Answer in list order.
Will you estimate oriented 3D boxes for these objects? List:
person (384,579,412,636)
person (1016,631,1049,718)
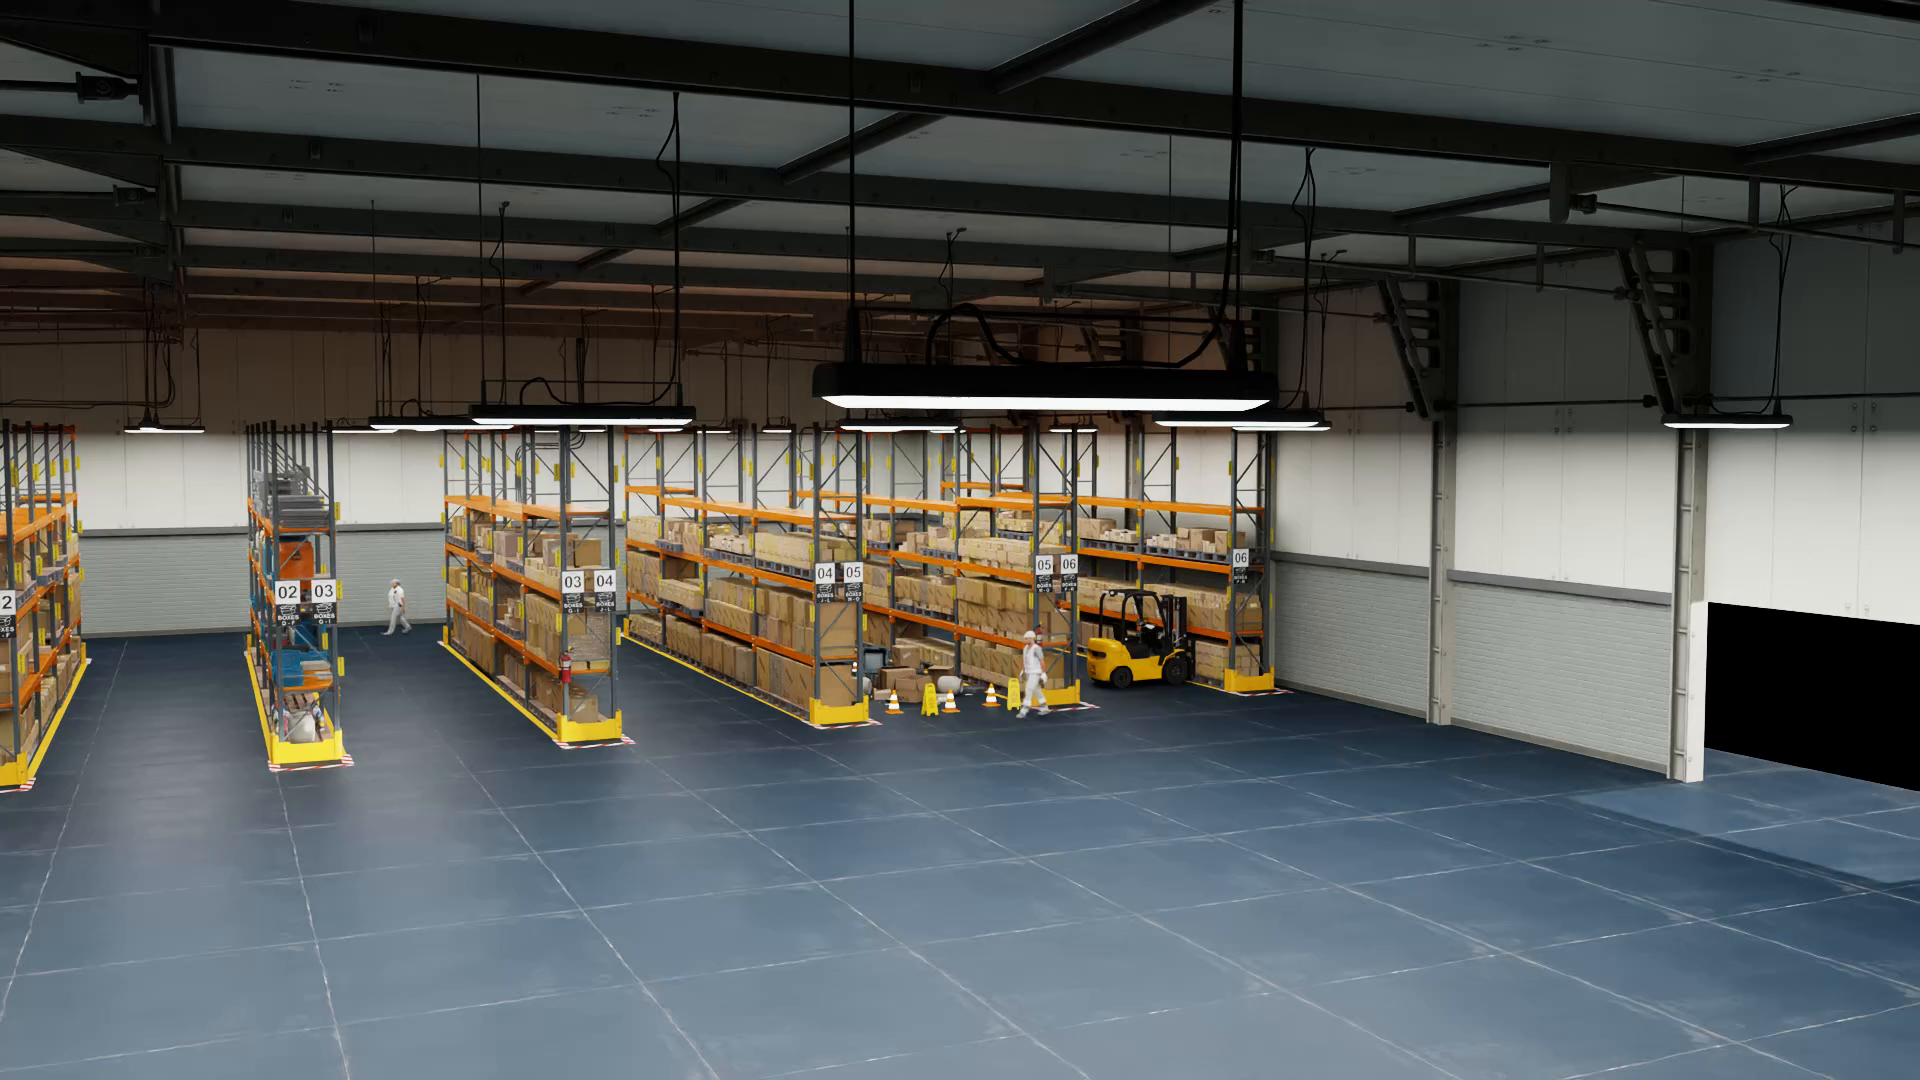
[{"bbox_3d":[-16.217,1.924,47.906,0.506,1.622,0.992,3,4,37],"label":"person"},{"bbox_3d":[1.421,2.715,33.741,0.940,1.733,0.591,-2,4,-26],"label":"person"}]
